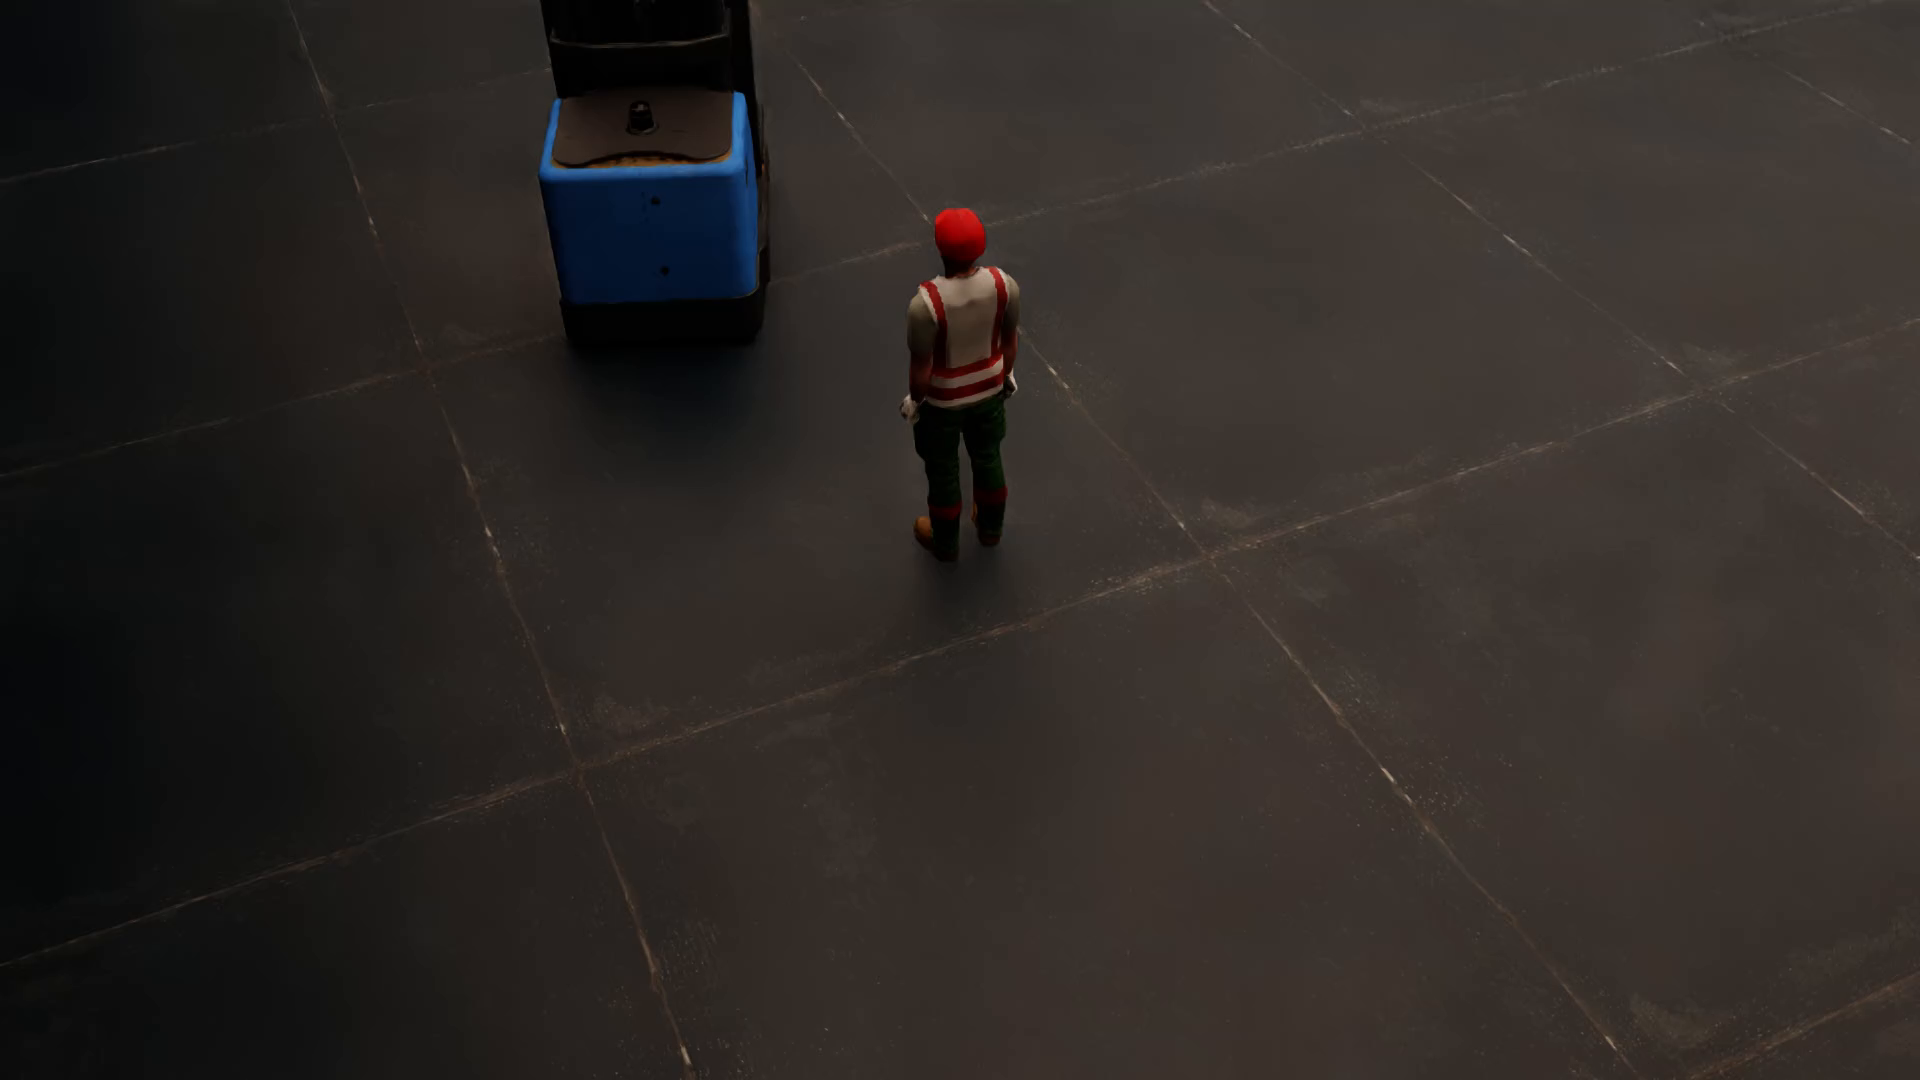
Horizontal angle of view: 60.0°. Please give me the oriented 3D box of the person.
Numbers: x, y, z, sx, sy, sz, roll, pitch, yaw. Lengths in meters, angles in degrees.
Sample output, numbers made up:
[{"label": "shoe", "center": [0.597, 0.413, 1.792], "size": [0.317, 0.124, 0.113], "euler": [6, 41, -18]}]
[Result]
[{"label": "person", "center": [-0.010, -0.668, 7.231], "size": [0.540, 1.795, 0.349], "euler": [-18, 46, -18]}]

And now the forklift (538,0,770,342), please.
[{"label": "forklift", "center": [-1.709, -3.123, 9.027], "size": [1.130, 2.935, 3.031], "euler": [-3, 43, -4]}]
